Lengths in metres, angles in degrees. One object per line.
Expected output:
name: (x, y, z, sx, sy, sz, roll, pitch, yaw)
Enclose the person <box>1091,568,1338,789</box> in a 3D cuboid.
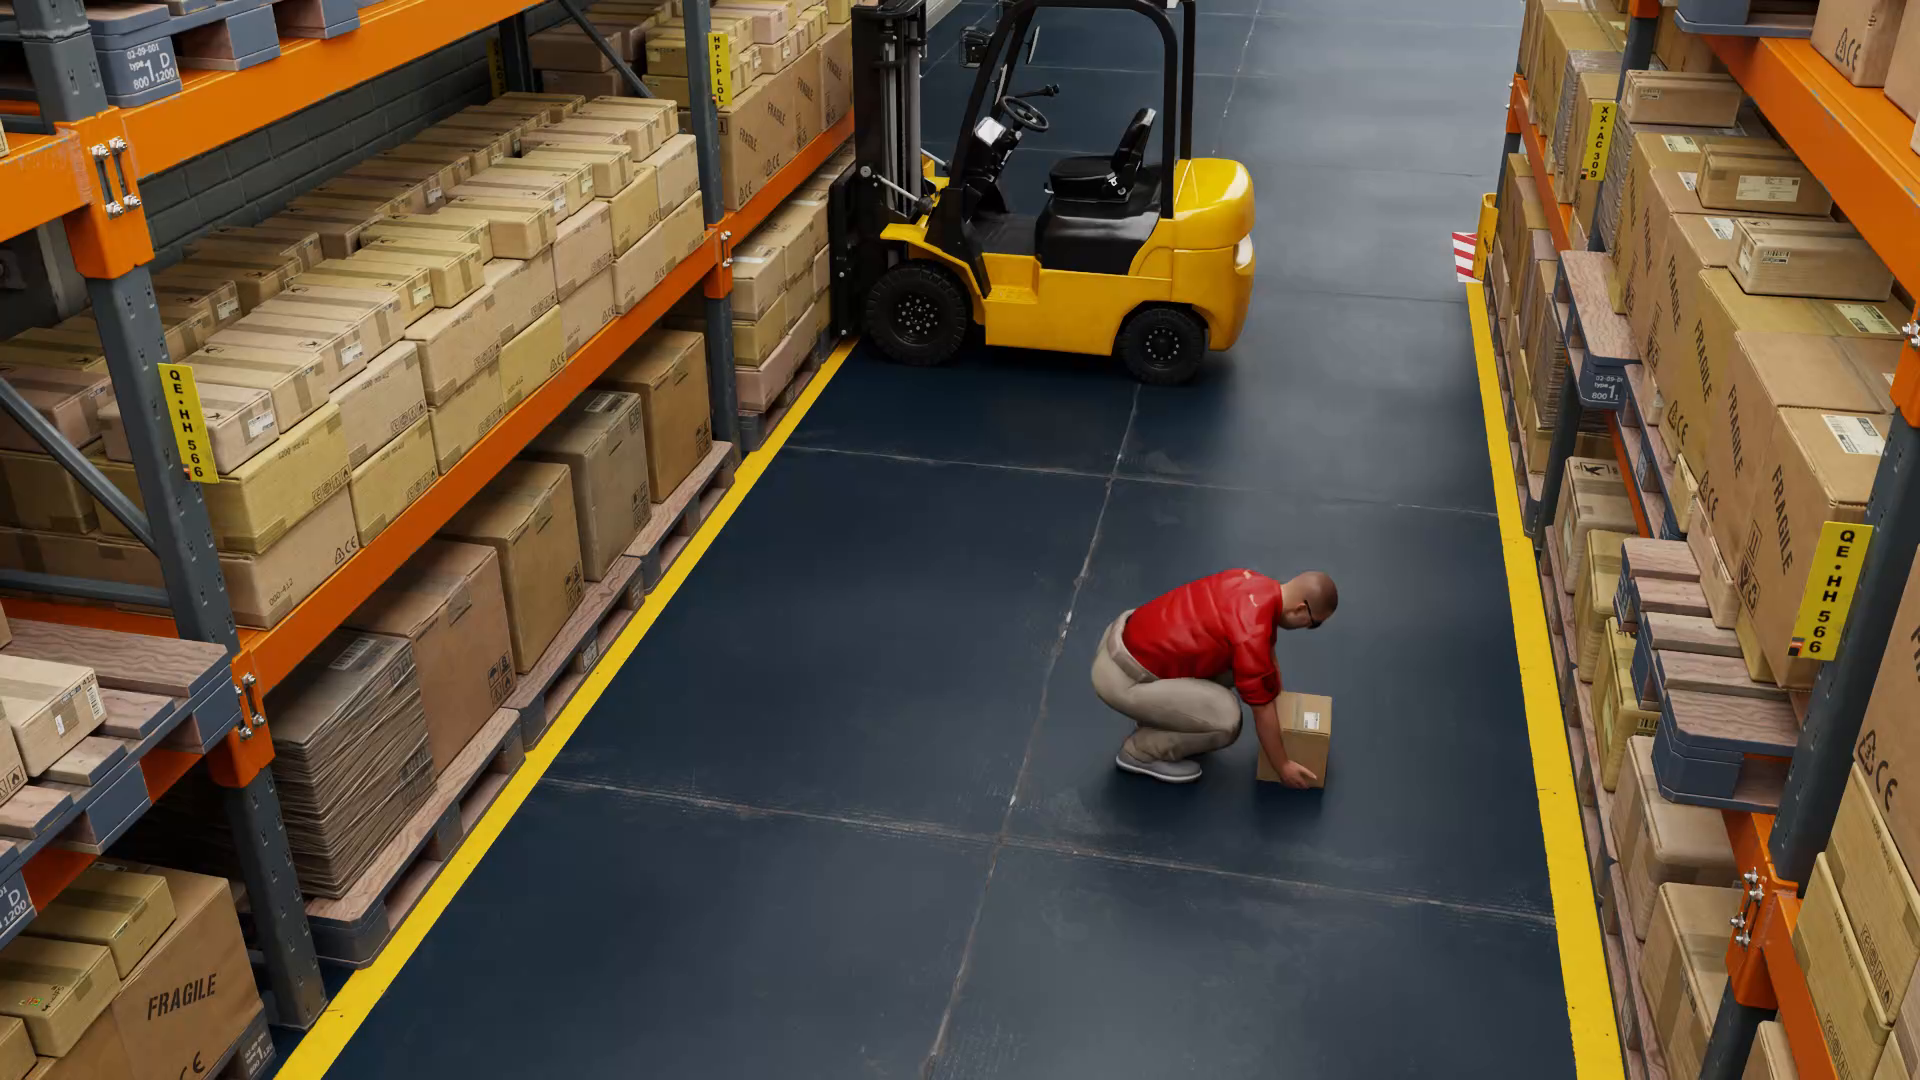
person: (0.938, 0.491, 6.243, 0.872, 0.855, 0.545, 6, 29, 11)
